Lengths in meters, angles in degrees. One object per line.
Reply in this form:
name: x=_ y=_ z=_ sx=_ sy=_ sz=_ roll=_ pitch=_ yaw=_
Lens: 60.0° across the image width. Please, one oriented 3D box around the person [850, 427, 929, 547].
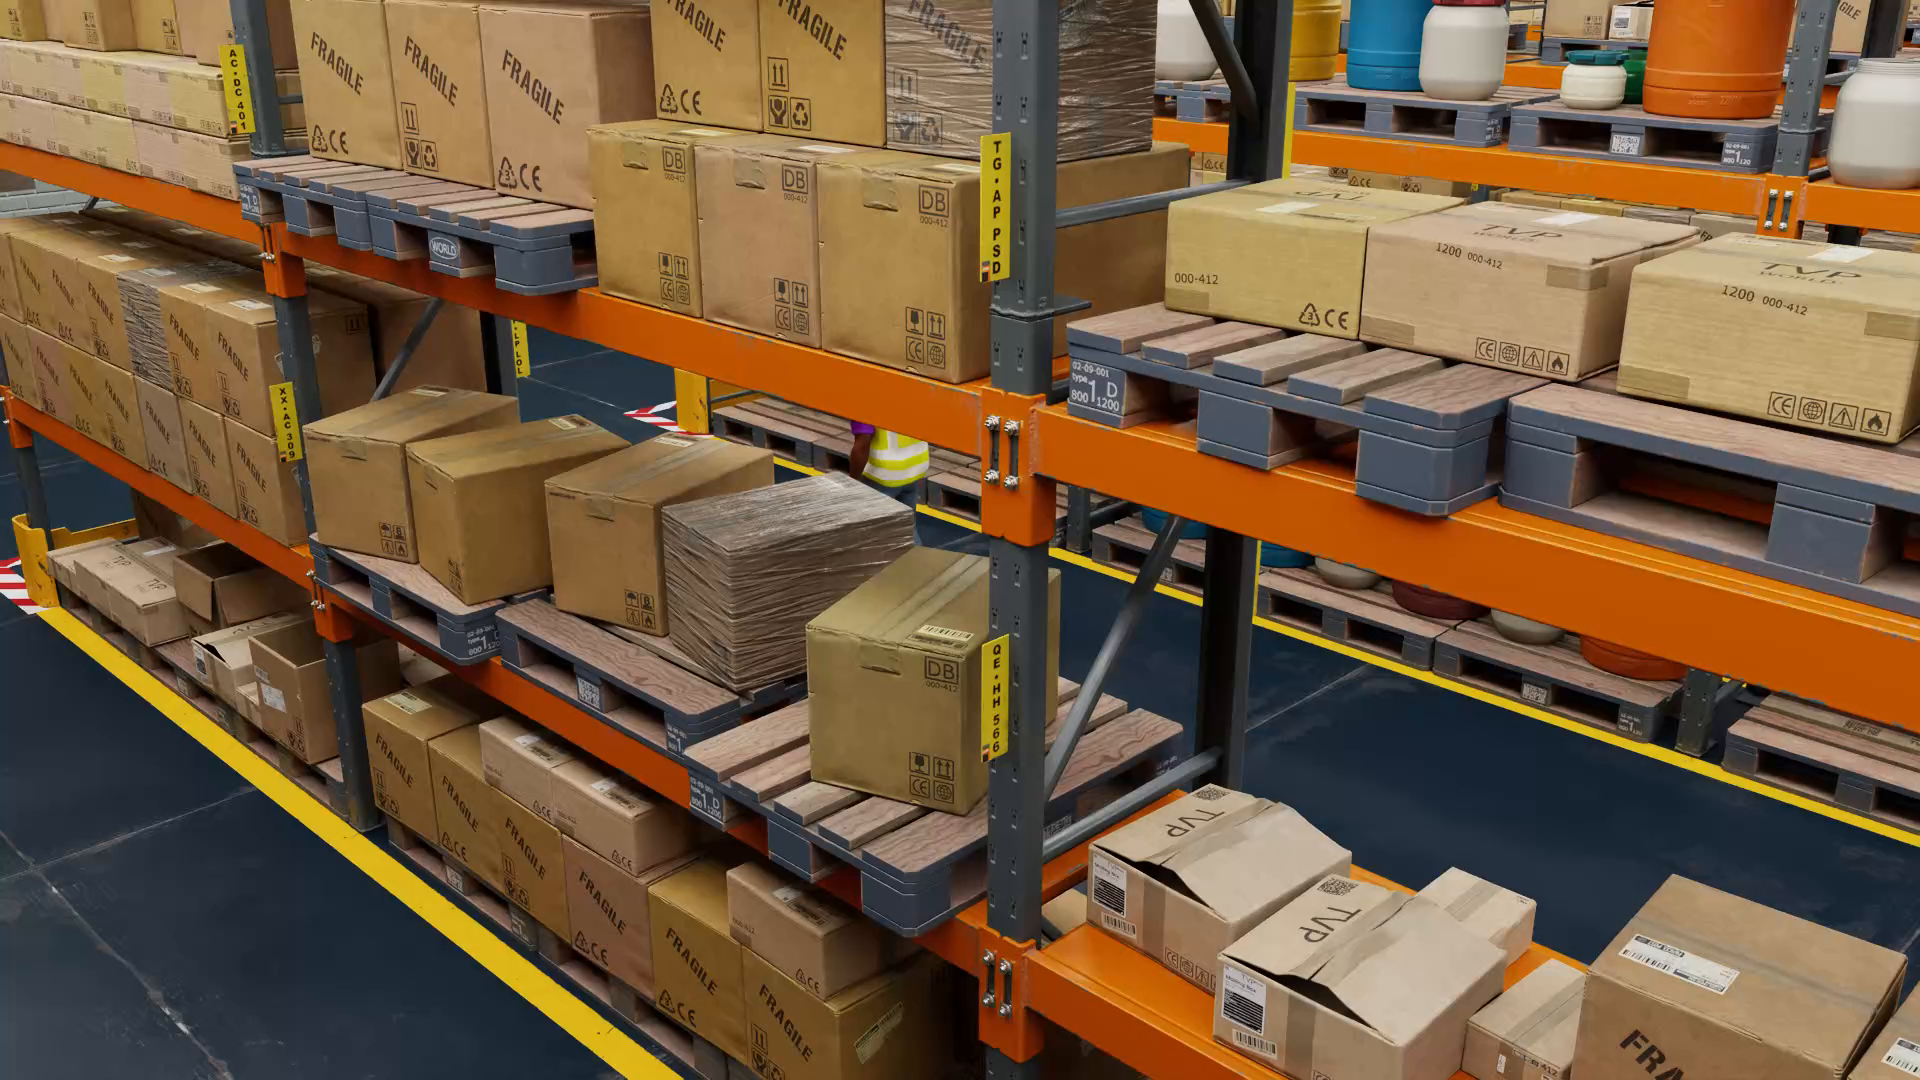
person: x=5.029 y=-7.472 z=18.224 sx=6.255 sy=9.002 sz=23.604 roll=17 pitch=27 yaw=38
